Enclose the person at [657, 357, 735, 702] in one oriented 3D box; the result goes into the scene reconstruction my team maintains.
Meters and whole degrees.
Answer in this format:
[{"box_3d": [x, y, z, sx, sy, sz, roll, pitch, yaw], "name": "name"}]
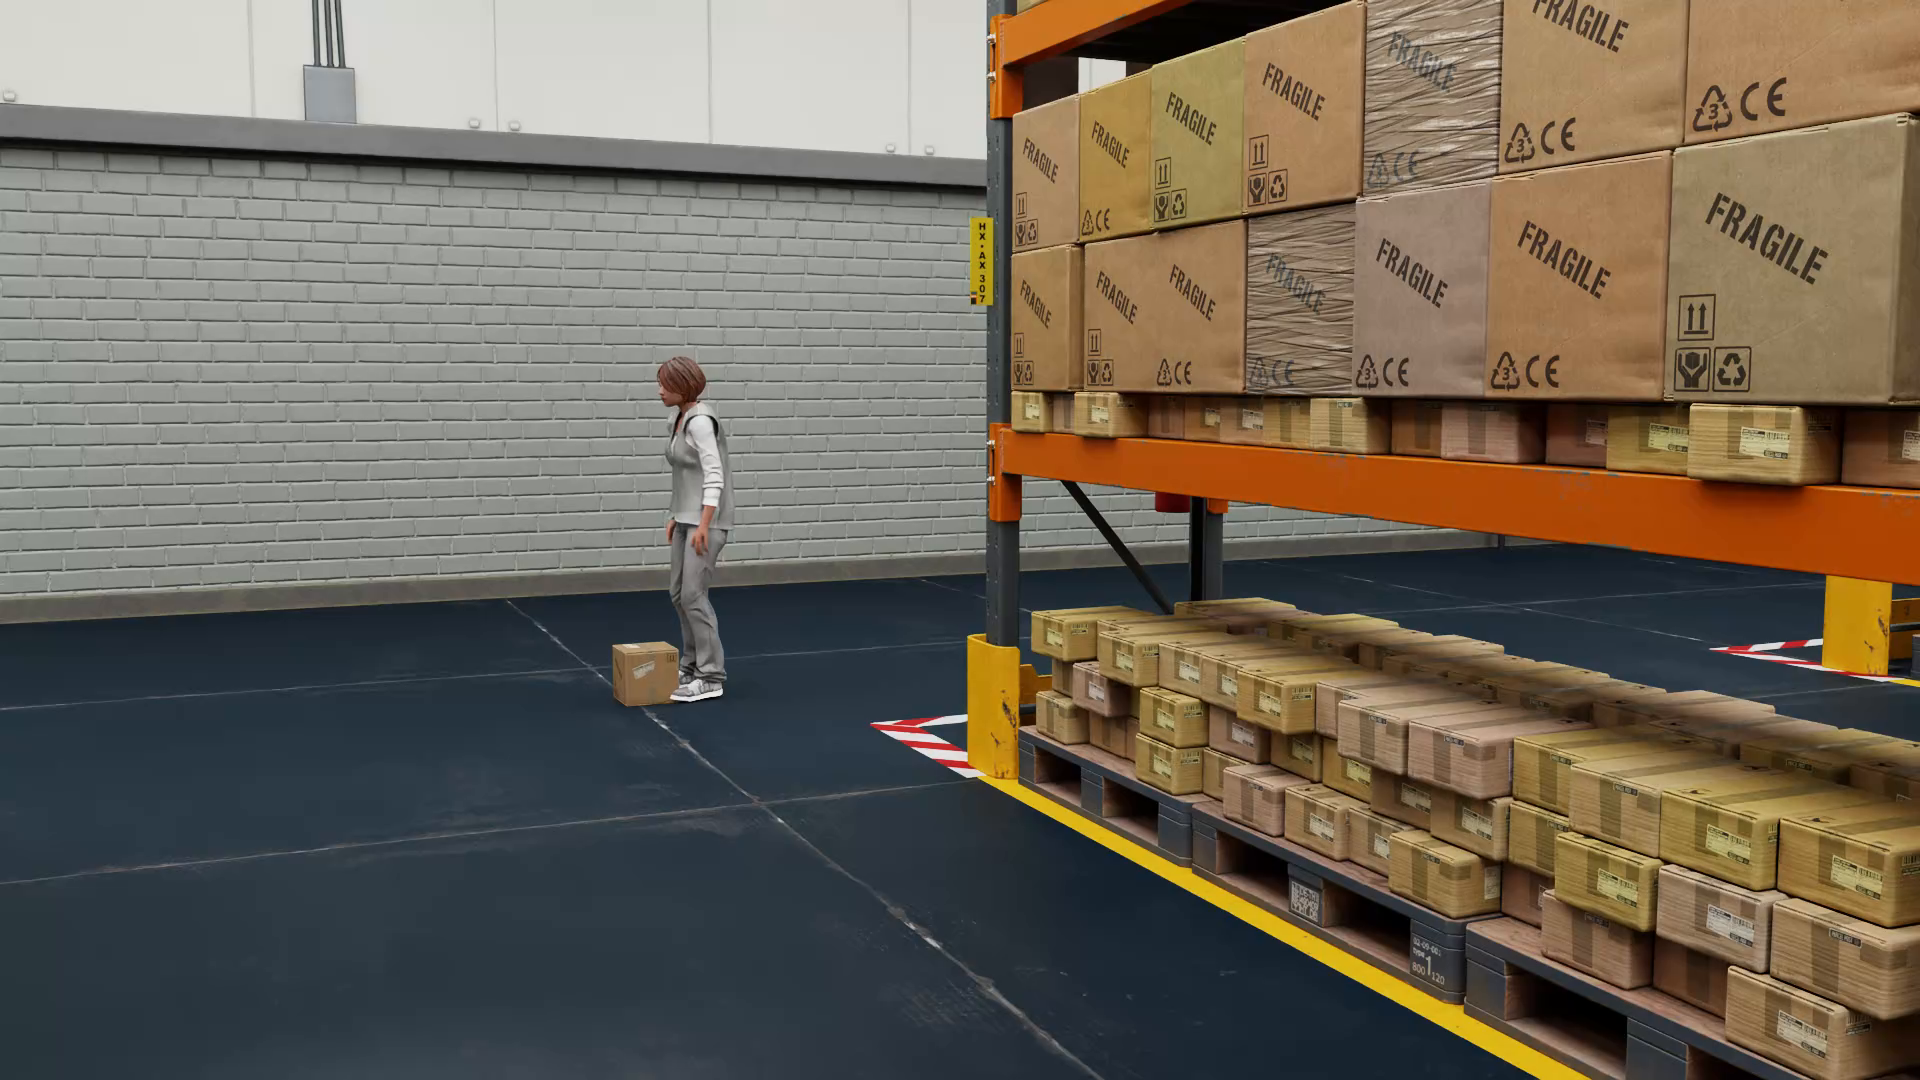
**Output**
[{"box_3d": [-1.243, -0.051, 7.782, 0.341, 1.583, 0.485, -3, 6, -27], "name": "person"}]
